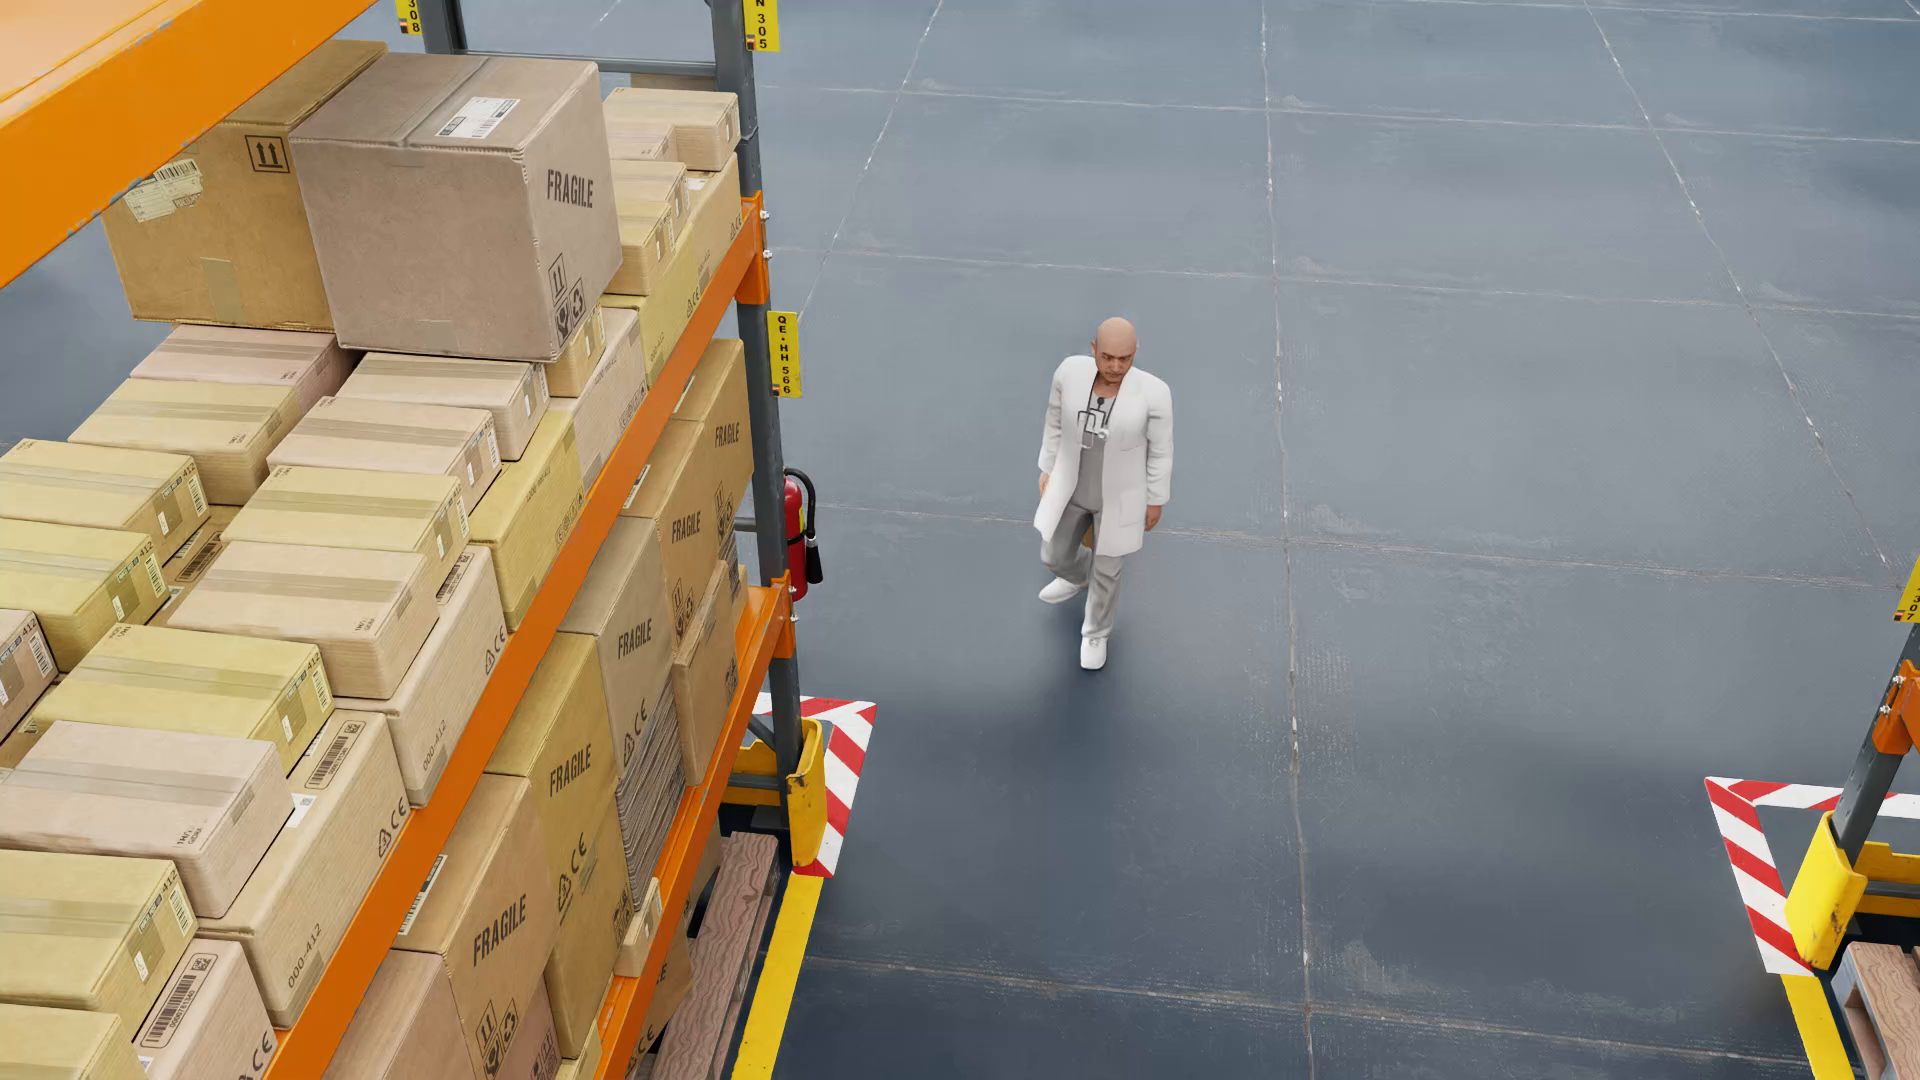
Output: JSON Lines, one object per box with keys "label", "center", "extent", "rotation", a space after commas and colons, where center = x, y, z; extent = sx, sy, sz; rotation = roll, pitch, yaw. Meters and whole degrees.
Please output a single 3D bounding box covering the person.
{"label": "person", "center": [0.645, -0.262, 7.414], "extent": [0.623, 1.772, 0.600], "rotation": [14, 38, 19]}
